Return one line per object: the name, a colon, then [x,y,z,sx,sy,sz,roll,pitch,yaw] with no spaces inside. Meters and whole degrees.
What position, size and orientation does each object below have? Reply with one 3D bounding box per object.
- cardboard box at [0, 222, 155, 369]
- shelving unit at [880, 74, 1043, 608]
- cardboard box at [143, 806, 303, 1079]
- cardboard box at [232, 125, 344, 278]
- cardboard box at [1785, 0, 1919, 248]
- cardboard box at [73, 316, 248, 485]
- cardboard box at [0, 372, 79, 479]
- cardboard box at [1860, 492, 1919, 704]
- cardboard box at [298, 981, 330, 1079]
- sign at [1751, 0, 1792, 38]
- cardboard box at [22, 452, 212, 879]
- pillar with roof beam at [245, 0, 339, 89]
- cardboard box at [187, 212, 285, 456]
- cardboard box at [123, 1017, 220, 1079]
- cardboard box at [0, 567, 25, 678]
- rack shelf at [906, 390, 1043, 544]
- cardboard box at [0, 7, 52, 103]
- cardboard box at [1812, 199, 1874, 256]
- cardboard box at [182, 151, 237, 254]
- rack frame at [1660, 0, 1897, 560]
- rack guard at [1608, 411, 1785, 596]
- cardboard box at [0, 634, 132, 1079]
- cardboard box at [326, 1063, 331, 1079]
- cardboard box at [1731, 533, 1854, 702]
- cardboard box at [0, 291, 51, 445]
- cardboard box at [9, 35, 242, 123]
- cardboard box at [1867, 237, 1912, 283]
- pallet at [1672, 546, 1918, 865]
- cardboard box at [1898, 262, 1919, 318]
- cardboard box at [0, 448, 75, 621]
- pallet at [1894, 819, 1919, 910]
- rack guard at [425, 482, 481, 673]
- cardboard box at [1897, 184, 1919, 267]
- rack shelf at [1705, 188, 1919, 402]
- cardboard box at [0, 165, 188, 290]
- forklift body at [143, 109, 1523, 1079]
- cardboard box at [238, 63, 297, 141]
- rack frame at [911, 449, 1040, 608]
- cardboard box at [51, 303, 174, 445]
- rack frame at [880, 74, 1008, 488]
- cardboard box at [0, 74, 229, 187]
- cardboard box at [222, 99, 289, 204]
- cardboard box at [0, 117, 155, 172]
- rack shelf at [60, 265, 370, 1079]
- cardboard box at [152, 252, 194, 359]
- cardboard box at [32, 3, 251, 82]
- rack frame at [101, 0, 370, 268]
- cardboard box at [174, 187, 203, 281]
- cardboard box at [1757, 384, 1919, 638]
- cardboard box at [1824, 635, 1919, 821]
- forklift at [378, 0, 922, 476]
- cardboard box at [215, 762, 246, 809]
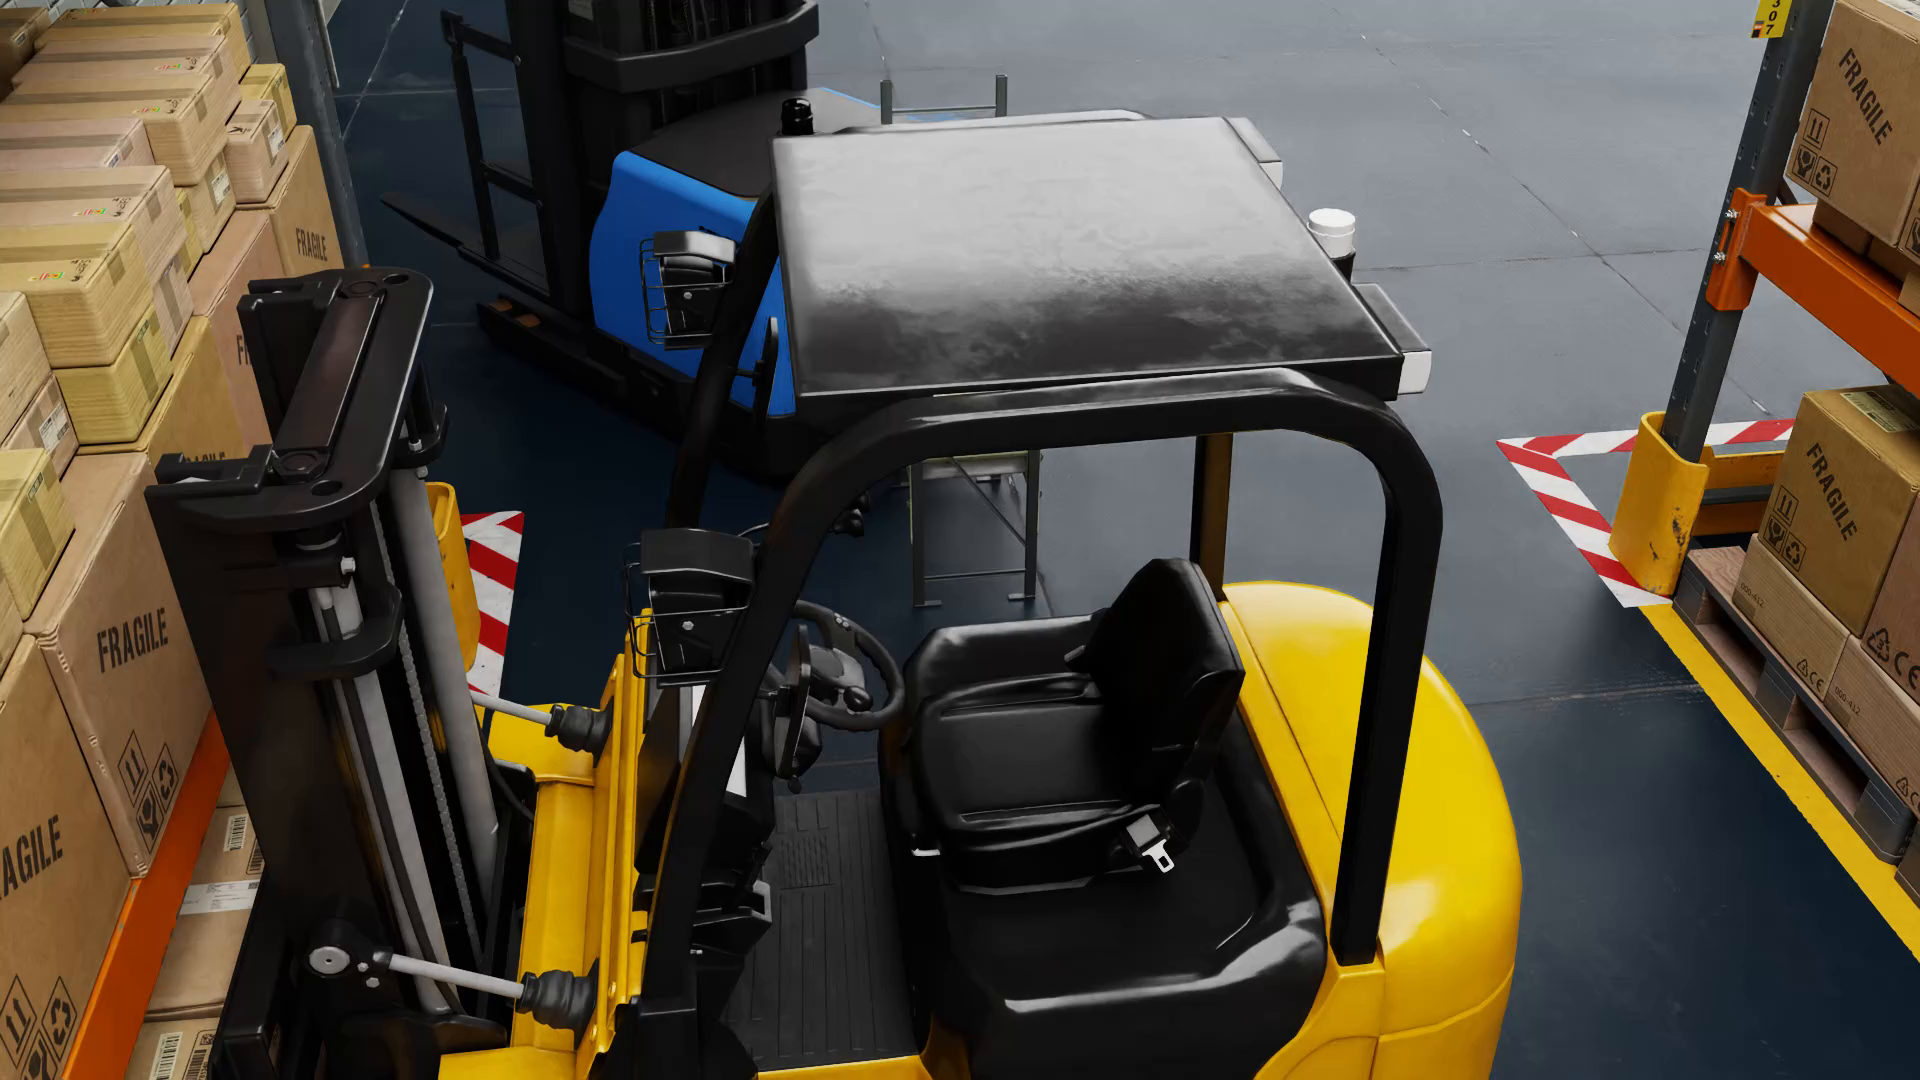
cardboard box: [-1.578,-0.400,2.744,0.380,0.149,0.250,-4,34,-5]
shelving unit: [-0.001,-0.623,5.333,0.431,1.500,0.755,-4,35,-6]
cardboard box: [-1.522,0.776,3.129,0.500,0.250,0.500,-5,35,-7]
cardboard box: [-1.780,-0.643,3.940,0.500,0.500,0.500,-5,35,-7]
cardboard box: [2.601,-1.113,4.366,0.500,0.500,0.500,-5,35,-7]
cardboard box: [-1.650,-0.066,3.095,0.500,0.500,0.500,-5,35,-7]
cardboard box: [-1.641,-0.133,2.617,0.380,0.149,0.250,-5,35,-7]
cardboard box: [2.725,0.195,4.204,0.500,0.500,0.500,-6,35,-8]
cardboard box: [-1.520,0.995,3.251,0.500,0.250,0.500,-4,35,-7]
sign: [2.274,-1.551,4.593,0.100,0.325,0.005,-4,35,-6]
cardboard box: [-1.571,0.213,2.685,0.500,0.500,0.500,-4,34,-6]
pillar with roof beam: [0.553,-6.552,7.374,9.100,9.000,0.400,-4,35,-6]
cardboard box: [-1.719,-0.352,3.515,0.500,0.500,0.500,-3,34,-5]
cardboard box: [-1.459,1.069,2.698,0.500,0.250,0.500,-3,34,-5]
cardboard box: [-1.494,0.153,2.198,0.380,0.149,0.250,-5,35,-8]
rack shelf: [-0.001,-0.354,5.517,0.431,0.370,0.720,-4,35,-6]
cardboard box: [-2.273,-1.085,3.749,0.380,0.149,0.250,-5,35,-7]
cardboard box: [2.653,-0.925,4.667,0.380,0.149,0.250,-4,35,-6]
cardboard box: [-1.744,-0.703,3.454,0.380,0.149,0.250,-4,34,-5]
rack frame: [2.812,-1.234,4.897,1.000,3.000,0.127,-4,35,-6]
rack guard: [2.822,-0.159,5.539,1.175,0.500,0.348,-4,35,-6]
cardboard box: [-1.525,0.496,2.270,0.500,0.500,0.500,-5,35,-7]
cardboard box: [-1.522,1.191,3.407,0.500,0.250,0.500,-3,34,-5]
cardboard box: [2.646,0.200,4.862,0.500,0.250,0.500,-5,35,-7]
cardboard box: [-1.637,-0.249,2.523,0.380,0.149,0.250,-4,34,-6]
cardboard box: [-1.785,-0.969,3.579,0.380,0.149,0.250,-4,35,-6]
cardboard box: [2.701,-0.785,4.461,0.380,0.149,0.250,-4,34,-6]
pallet: [2.896,0.417,4.951,1.003,0.211,1.213,-4,35,-6]
cardboard box: [2.656,-0.631,4.235,0.380,0.149,0.250,-5,35,-8]
cardboard box: [-1.539,0.005,2.415,0.380,0.149,0.250,-5,35,-7]
pallet: [3.057,1.096,3.954,1.003,0.211,1.213,-4,35,-6]
rack guard: [-2.109,0.164,5.066,1.175,0.500,0.348,-4,35,-6]
cardboard box: [2.674,-0.824,3.943,0.500,0.500,0.500,-3,34,-5]
rack shelf: [3.081,0.179,3.462,1.077,0.370,4.000,-4,35,-6]
cardboard box: [-1.618,-0.544,2.955,0.380,0.149,0.250,-4,34,-5]
forklift body: [-0.043,0.415,3.231,2.313,2.155,1.214,-4,35,-6]
cardboard box: [-1.782,-0.993,3.879,0.380,0.149,0.250,-4,34,-6]
rack frame: [0.048,-0.419,5.033,0.400,1.500,0.023,-4,35,-6]
cardboard box: [-1.585,-0.279,2.831,0.380,0.149,0.250,-4,34,-6]
rack frame: [-0.050,-0.828,5.633,0.400,1.500,0.023,-4,35,-6]
cardboard box: [-1.723,-0.825,3.368,0.380,0.149,0.250,-4,34,-5]
cardboard box: [-1.718,-0.853,3.673,0.380,0.149,0.250,-4,34,-6]
cardboard box: [-1.763,-0.681,3.156,0.380,0.149,0.250,-4,34,-6]
rack shelf: [-1.837,0.557,2.907,1.077,0.370,4.000,-4,35,-6]
cardboard box: [-1.639,-0.419,3.036,0.380,0.149,0.250,-5,35,-8]
cardboard box: [-1.849,-1.104,3.778,0.380,0.149,0.250,-4,35,-6]
rack frame: [-2.106,-0.856,4.342,1.000,3.000,0.127,-4,35,-6]
cardboard box: [-1.722,-0.564,3.249,0.380,0.149,0.250,-5,35,-7]
cardboard box: [2.650,-0.097,4.631,0.500,0.500,0.500,-5,35,-8]
cardboard box: [2.708,0.485,4.443,0.500,0.250,0.500,-3,34,-5]
forklift: [-1.374,-2.162,6.320,3.031,2.935,1.130,29,43,35]
cardboard box: [-1.583,0.492,3.545,0.500,0.250,0.500,-4,34,-6]
